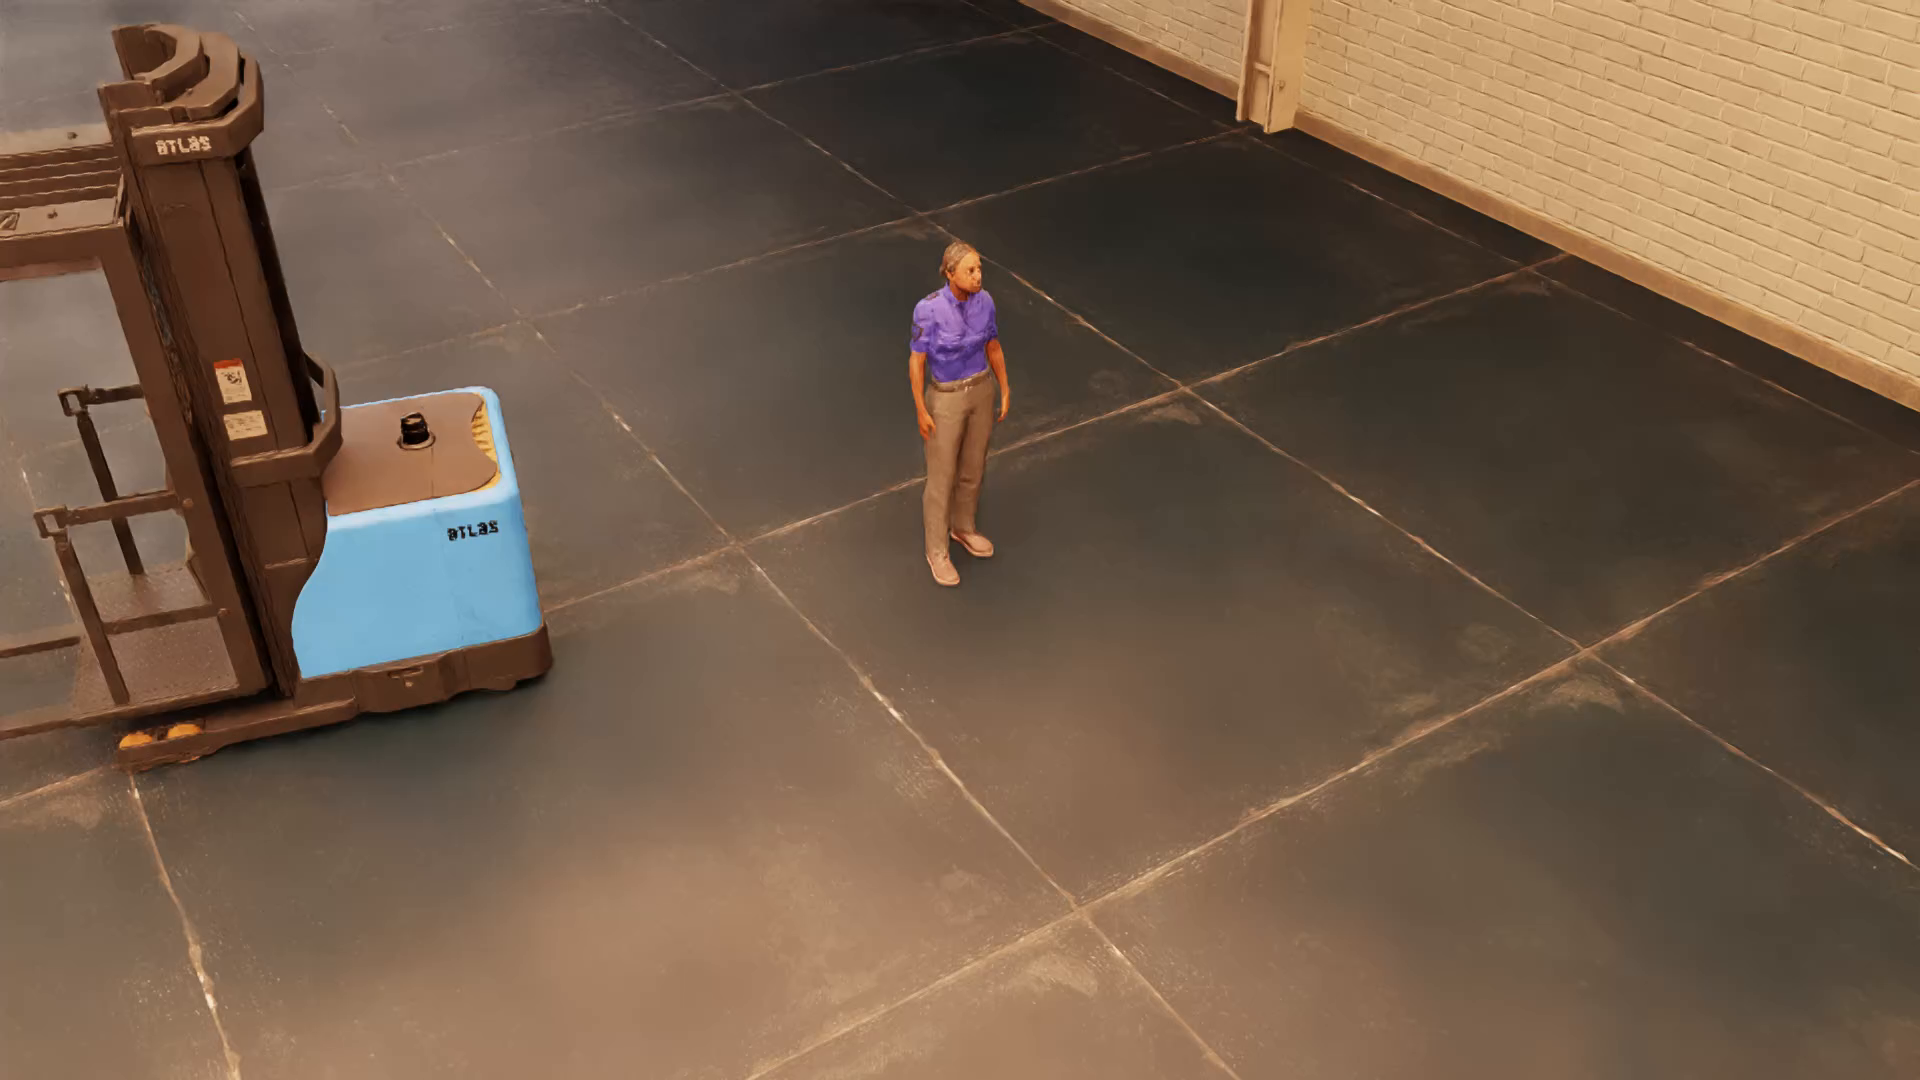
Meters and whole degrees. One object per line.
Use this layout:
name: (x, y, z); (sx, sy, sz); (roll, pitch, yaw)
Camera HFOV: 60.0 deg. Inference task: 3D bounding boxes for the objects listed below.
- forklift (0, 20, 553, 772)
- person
forklift: (-3.476, -0.532, 6.905); (3.031, 2.935, 1.130); (-11, 37, -15)
person: (0.031, -0.634, 8.148); (0.570, 1.654, 0.503); (-21, 40, -27)
